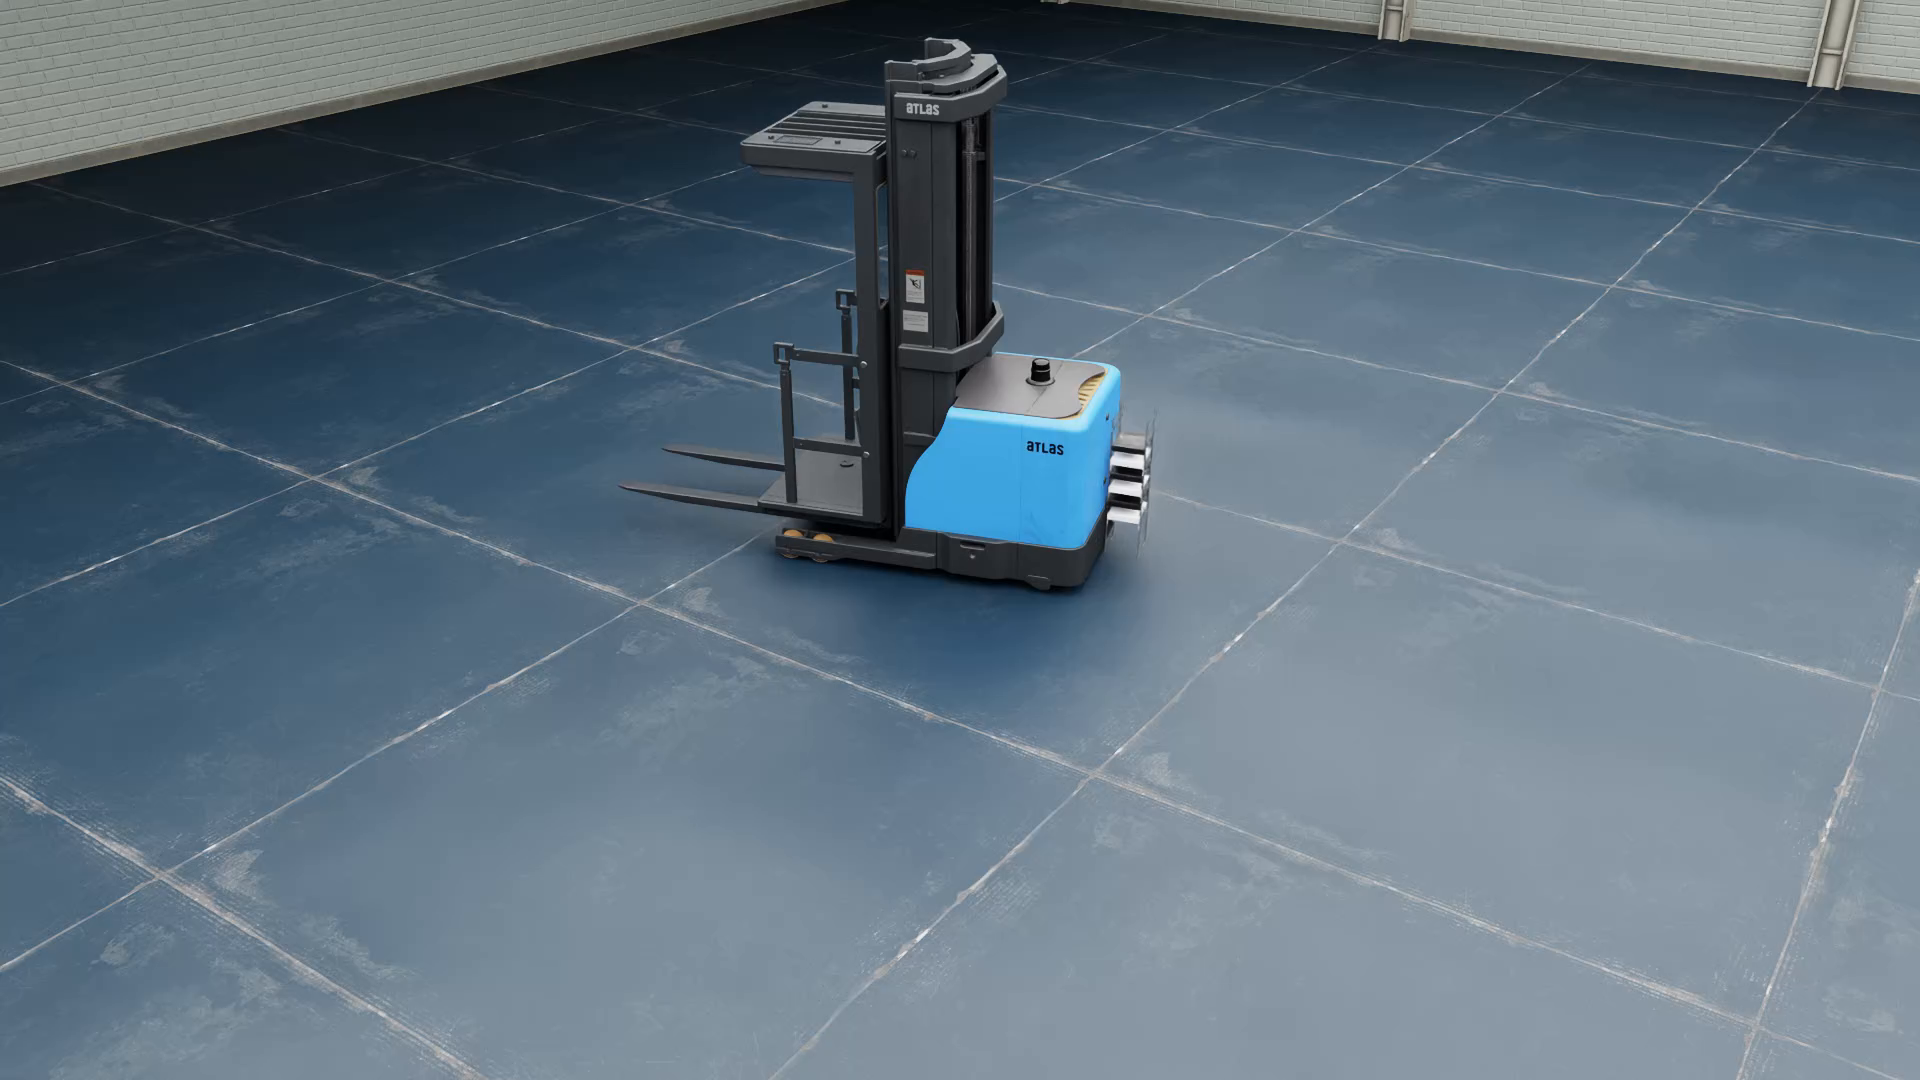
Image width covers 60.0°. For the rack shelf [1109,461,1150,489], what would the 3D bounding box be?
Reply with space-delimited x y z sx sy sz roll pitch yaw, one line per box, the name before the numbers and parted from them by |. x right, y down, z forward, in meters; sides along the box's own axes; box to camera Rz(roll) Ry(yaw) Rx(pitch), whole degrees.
rack shelf | 1.014 -0.401 9.916 0.200 0.077 0.258 9 28 15

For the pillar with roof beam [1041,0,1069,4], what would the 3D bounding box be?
pillar with roof beam | -0.825 -11.521 22.967 0.400 9.000 9.100 17 32 30

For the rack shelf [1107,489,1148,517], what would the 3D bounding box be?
rack shelf | 1.011 -0.241 9.999 0.200 0.077 0.258 9 28 15

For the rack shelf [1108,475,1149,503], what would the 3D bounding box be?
rack shelf | 1.013 -0.321 9.958 0.200 0.077 0.258 9 28 15

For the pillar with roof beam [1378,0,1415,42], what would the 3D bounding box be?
pillar with roof beam | 4.121 -9.980 19.939 0.400 9.000 9.100 17 32 30

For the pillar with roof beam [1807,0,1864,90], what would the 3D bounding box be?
pillar with roof beam | 9.067 -8.439 16.912 0.400 9.000 9.100 17 32 30

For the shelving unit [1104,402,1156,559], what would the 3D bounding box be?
shelving unit | 1.014 -0.350 9.942 0.210 0.900 0.258 9 28 15

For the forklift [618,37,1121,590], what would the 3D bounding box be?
forklift | -0.601 -1.390 9.751 3.031 2.935 1.130 8 28 15

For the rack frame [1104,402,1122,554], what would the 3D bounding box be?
rack frame | 0.916 -0.366 9.968 0.006 0.900 0.240 9 28 15

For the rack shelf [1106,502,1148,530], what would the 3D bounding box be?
rack shelf | 1.010 -0.161 10.040 0.200 0.077 0.258 9 28 15

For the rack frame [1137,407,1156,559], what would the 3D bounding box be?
rack frame | 1.111 -0.335 9.916 0.006 0.900 0.240 9 28 15

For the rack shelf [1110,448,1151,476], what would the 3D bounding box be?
rack shelf | 1.016 -0.481 9.875 0.200 0.077 0.258 9 28 15

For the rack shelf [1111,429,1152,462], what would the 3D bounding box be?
rack shelf | 1.018 -0.561 9.834 0.200 0.077 0.258 9 28 15
